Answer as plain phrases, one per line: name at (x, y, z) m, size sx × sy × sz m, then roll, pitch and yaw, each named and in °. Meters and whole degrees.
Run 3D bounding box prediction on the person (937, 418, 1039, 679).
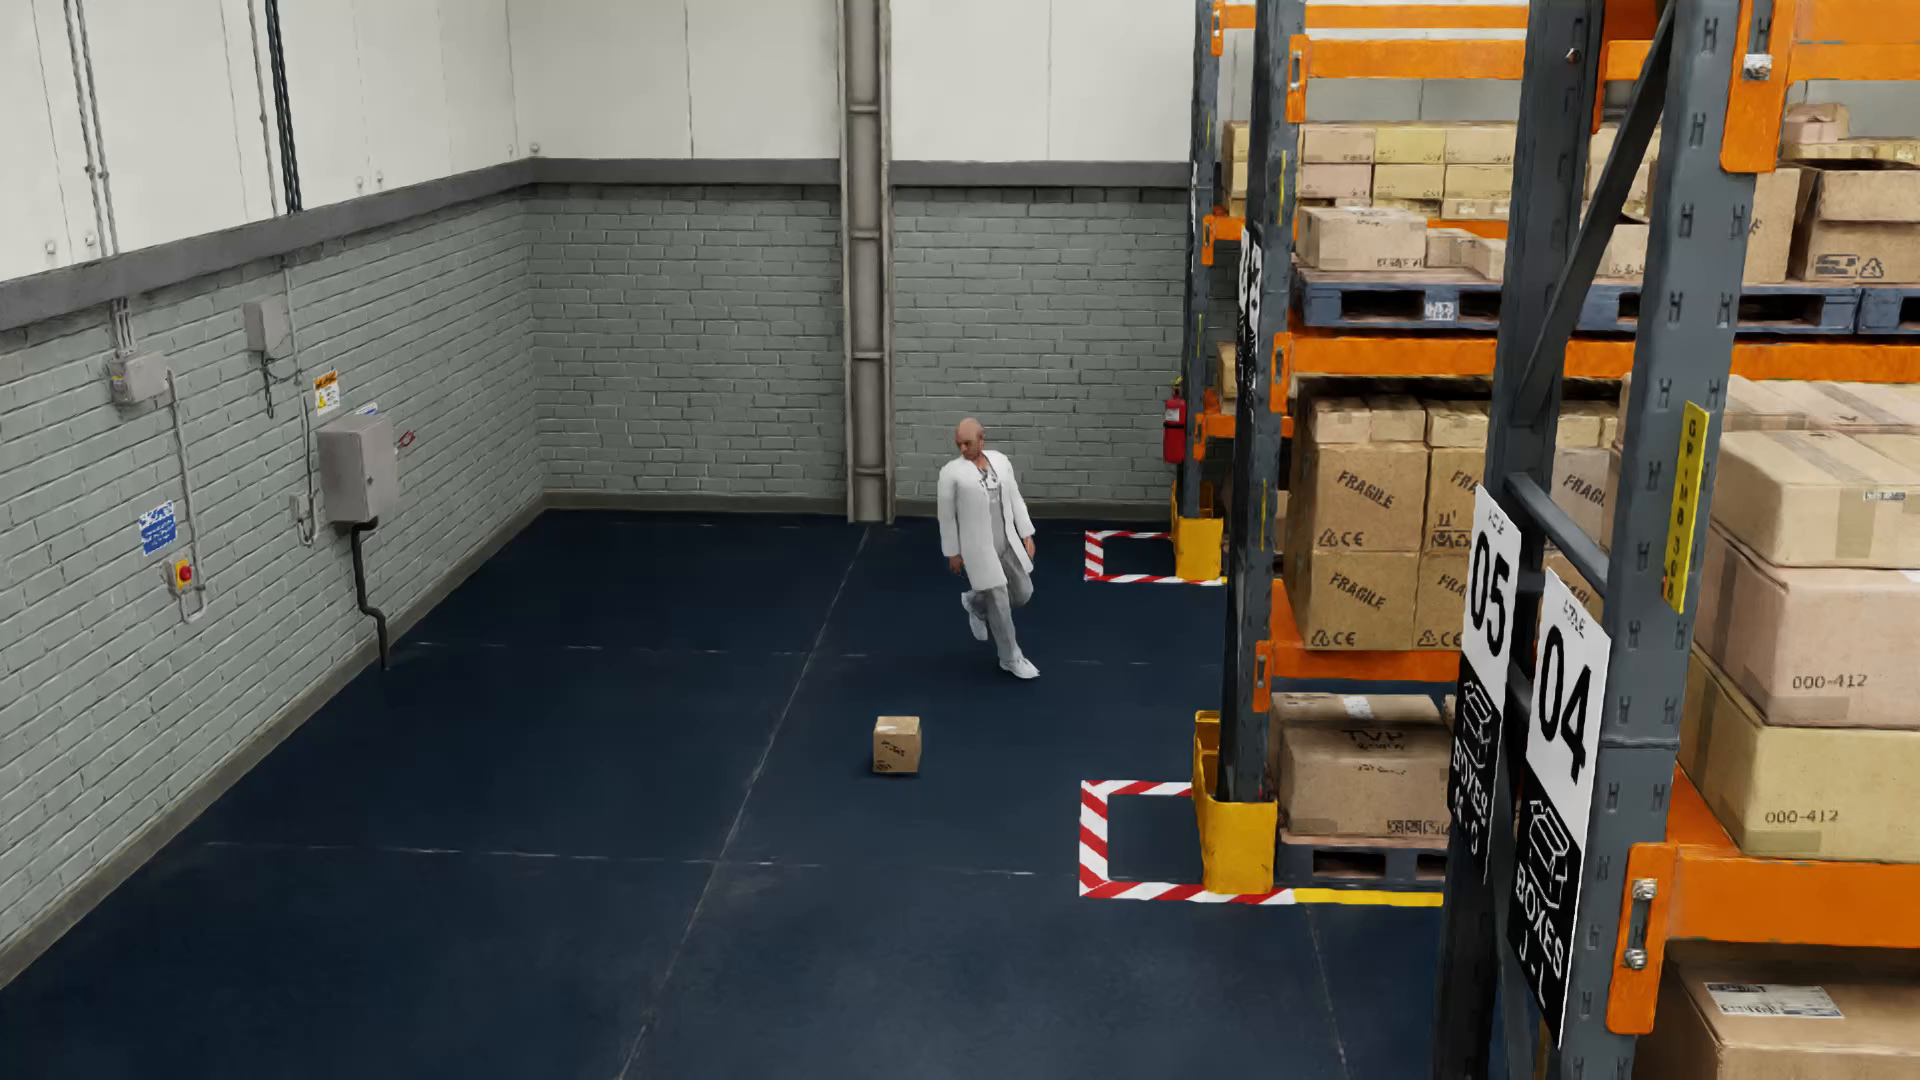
person at (0.174, 0.039, 10.988) m, size 0.646 × 1.739 × 0.777 m, roll -13°, pitch 21°, yaw -35°
